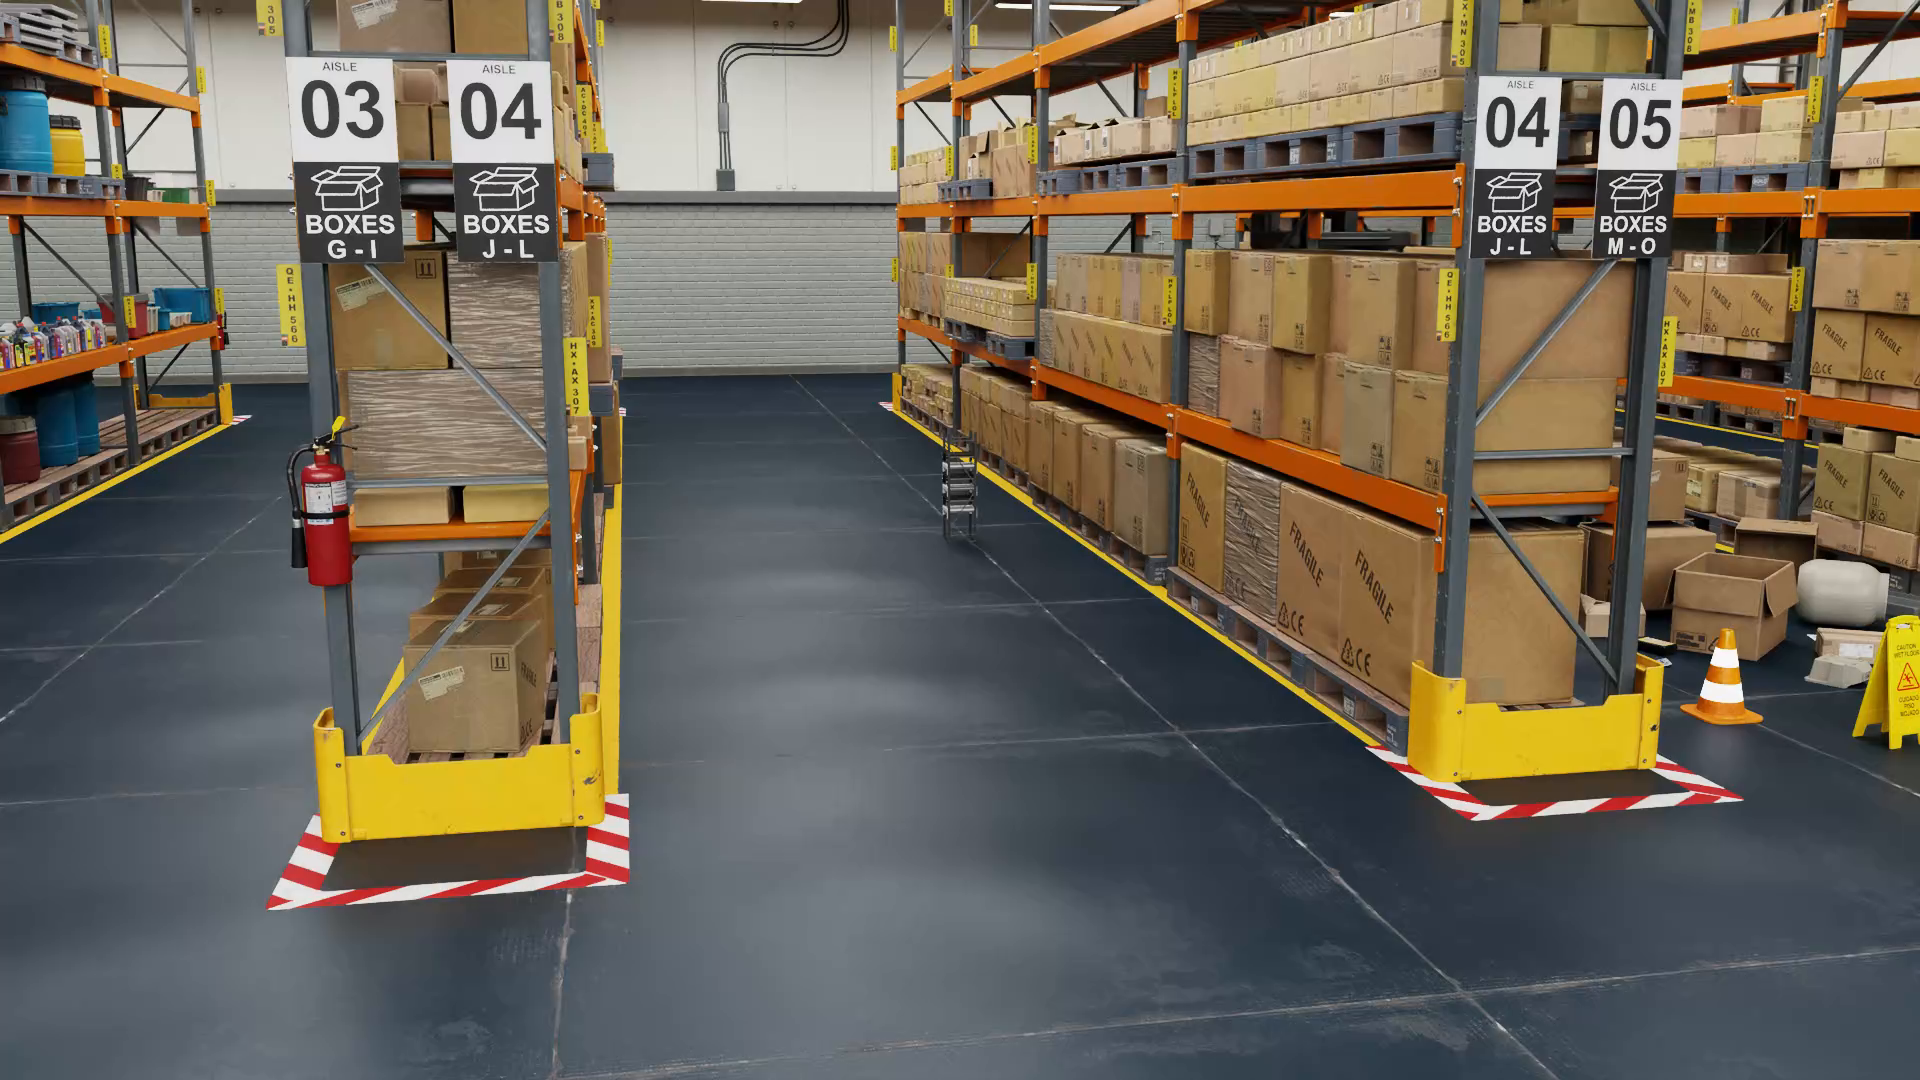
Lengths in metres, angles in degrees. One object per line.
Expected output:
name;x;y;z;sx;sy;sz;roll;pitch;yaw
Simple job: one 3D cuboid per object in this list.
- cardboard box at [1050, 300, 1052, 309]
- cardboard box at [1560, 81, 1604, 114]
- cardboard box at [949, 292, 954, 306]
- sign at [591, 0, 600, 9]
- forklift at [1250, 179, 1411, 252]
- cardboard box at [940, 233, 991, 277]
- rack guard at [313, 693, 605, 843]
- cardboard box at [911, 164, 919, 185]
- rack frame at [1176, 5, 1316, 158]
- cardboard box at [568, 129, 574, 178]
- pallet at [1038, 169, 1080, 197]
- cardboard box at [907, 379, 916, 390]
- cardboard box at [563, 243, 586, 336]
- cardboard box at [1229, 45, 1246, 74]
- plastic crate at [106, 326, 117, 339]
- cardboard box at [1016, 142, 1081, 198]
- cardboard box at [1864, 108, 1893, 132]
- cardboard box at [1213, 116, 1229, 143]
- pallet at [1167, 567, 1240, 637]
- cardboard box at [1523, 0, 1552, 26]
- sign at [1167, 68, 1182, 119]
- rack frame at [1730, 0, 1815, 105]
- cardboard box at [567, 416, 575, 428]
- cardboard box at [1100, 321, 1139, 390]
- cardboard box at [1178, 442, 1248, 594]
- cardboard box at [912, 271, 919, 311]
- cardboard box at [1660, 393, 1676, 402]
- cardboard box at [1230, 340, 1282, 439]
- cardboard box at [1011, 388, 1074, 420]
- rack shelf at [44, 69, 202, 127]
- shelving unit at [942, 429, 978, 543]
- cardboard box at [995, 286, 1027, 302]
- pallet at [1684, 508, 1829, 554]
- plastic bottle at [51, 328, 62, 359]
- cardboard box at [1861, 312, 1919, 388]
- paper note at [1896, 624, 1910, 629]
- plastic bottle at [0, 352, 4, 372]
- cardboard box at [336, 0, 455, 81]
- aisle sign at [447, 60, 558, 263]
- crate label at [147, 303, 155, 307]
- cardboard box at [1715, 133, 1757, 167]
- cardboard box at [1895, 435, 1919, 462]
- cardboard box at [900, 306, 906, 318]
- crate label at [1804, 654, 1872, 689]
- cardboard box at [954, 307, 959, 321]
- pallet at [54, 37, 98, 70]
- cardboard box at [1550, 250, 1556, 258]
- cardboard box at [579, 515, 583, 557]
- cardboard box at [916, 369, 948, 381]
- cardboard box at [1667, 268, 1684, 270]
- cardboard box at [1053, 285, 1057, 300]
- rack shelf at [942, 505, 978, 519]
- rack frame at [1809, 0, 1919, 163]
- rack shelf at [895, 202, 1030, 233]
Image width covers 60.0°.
cardboard box;1.089;-2.380;16.931;0.380;0.149;0.250;-2;11;-11
cardboard box;2.997;-2.077;7.846;0.380;0.149;0.250;-2;11;-11
cardboard box;0.093;-2.691;18.563;0.380;0.149;0.250;-2;11;-12
sign;-3.940;-5.903;17.933;0.100;0.325;0.005;-2;11;-11
forklift;3.076;-1.571;14.109;1.130;2.935;3.031;-2;11;-11
cardboard box;0.058;-3.361;19.594;0.500;0.500;0.500;-3;11;-13
rack guard;-2.151;0.979;7.217;1.175;0.500;0.348;-2;11;-11
cardboard box;-0.343;-4.698;21.400;0.500;0.250;0.500;-2;11;-10
rack frame;1.971;-4.078;11.054;1.000;3.000;0.127;-2;11;-11
cardboard box;-2.281;-2.014;8.632;0.500;0.250;0.500;-2;11;-9
pallet;1.370;-3.129;14.596;1.213;0.211;1.003;-2;11;-8
cardboard box;-0.515;-2.126;22.549;0.380;0.149;0.250;-2;11;-11
cardboard box;-2.362;-1.399;9.289;0.500;0.500;0.500;-2;11;-11
cardboard box;1.858;-2.909;10.085;0.380;0.149;0.250;-2;11;-12
plastic crate;-9.279;-2.247;18.022;0.396;0.136;0.243;-2;11;-11
cardboard box;0.833;-3.483;15.681;0.500;0.500;0.500;-2;11;-11
cardboard box;6.627;-2.955;11.716;0.380;0.149;0.250;-2;11;-9
cardboard box;1.808;-2.564;10.404;0.380;0.149;0.250;-2;11;-11
pallet;2.042;0.381;11.128;1.003;0.211;1.213;-2;11;-11
cardboard box;2.949;-2.513;8.004;0.380;0.149;0.250;-2;11;-11
sign;1.441;-2.991;11.144;0.100;0.325;0.005;-2;11;-11
rack frame;10.119;-5.925;20.758;1.000;3.000;0.127;-2;11;-11
cardboard box;-2.628;-0.898;9.331;0.875;0.500;0.500;-2;11;-11
cardboard box;1.411;-1.451;13.031;0.500;0.500;0.500;-2;11;-10
cardboard box;2.025;-0.175;11.155;0.875;0.875;0.875;-2;11;-10
cardboard box;-0.335;-3.247;21.670;0.500;0.500;0.500;-2;11;-10
cardboard box;9.653;-1.998;22.360;0.396;0.266;0.258;-2;11;-9
cardboard box;2.173;-0.934;10.179;0.875;0.550;0.550;-2;11;-11
cardboard box;0.803;-1.327;16.203;0.500;0.250;0.500;-2;11;-12
rack shelf;-9.717;-5.020;18.998;1.077;0.370;4.000;-2;11;-11
shelving unit;-0.002;-0.444;13.620;0.258;0.900;0.210;-2;11;-11
cardboard box;0.550;-2.407;16.277;0.380;0.149;0.250;-2;11;-9
pallet;6.654;-0.102;13.669;1.003;0.211;1.213;-2;11;-11
plastic bottle;-8.604;-1.871;15.815;0.061;0.283;0.133;-2;11;-11
cardboard box;6.740;-1.342;11.664;0.500;0.500;0.500;-2;11;-11
paper note;6.100;0.554;10.705;0.142;0.019;0.148;-6;13;-31
plastic bottle;-8.332;-1.556;14.381;0.097;0.201;0.097;0;11;0
cardboard box;-2.686;-2.425;7.991;0.500;0.500;0.500;-2;11;-11
aisle sign;-1.830;-1.512;6.665;0.394;0.787;0.004;-2;11;-11
crate label;-10.381;-2.880;21.091;0.416;0.233;0.303;-2;11;-11
cardboard box;6.458;-3.130;13.376;0.500;0.250;0.500;-2;11;-10
cardboard box;6.724;-0.635;11.498;0.380;0.149;0.250;-2;11;-9
cardboard box;-0.621;-3.137;22.827;0.380;0.149;0.250;-2;11;-11
crate label;4.999;0.739;9.445;0.250;0.136;0.298;-9;14;-40
cardboard box;0.145;-2.495;18.333;0.380;0.149;0.250;-2;11;-11
pallet;-9.137;-4.763;16.230;1.003;0.211;1.213;-2;11;-11
cardboard box;5.672;-2.689;16.858;0.500;0.500;0.500;-2;11;-13
cardboard box;-3.086;-0.159;12.016;0.700;0.500;0.500;-2;11;-11
cardboard box;-0.370;-2.182;22.047;0.380;0.149;0.250;-3;11;-14
cardboard box;6.601;-2.204;15.069;0.500;0.500;0.500;-3;11;-15
cardboard box;1.144;-2.474;16.631;0.380;0.149;0.250;-3;11;-13
rack shelf;-0.002;-0.234;13.660;0.258;0.077;0.200;-2;11;-11
rack frame;6.807;-4.276;12.097;1.000;3.000;0.127;-2;11;-11
rack shelf;0.026;-4.085;21.038;1.077;0.370;4.000;-2;11;-11
